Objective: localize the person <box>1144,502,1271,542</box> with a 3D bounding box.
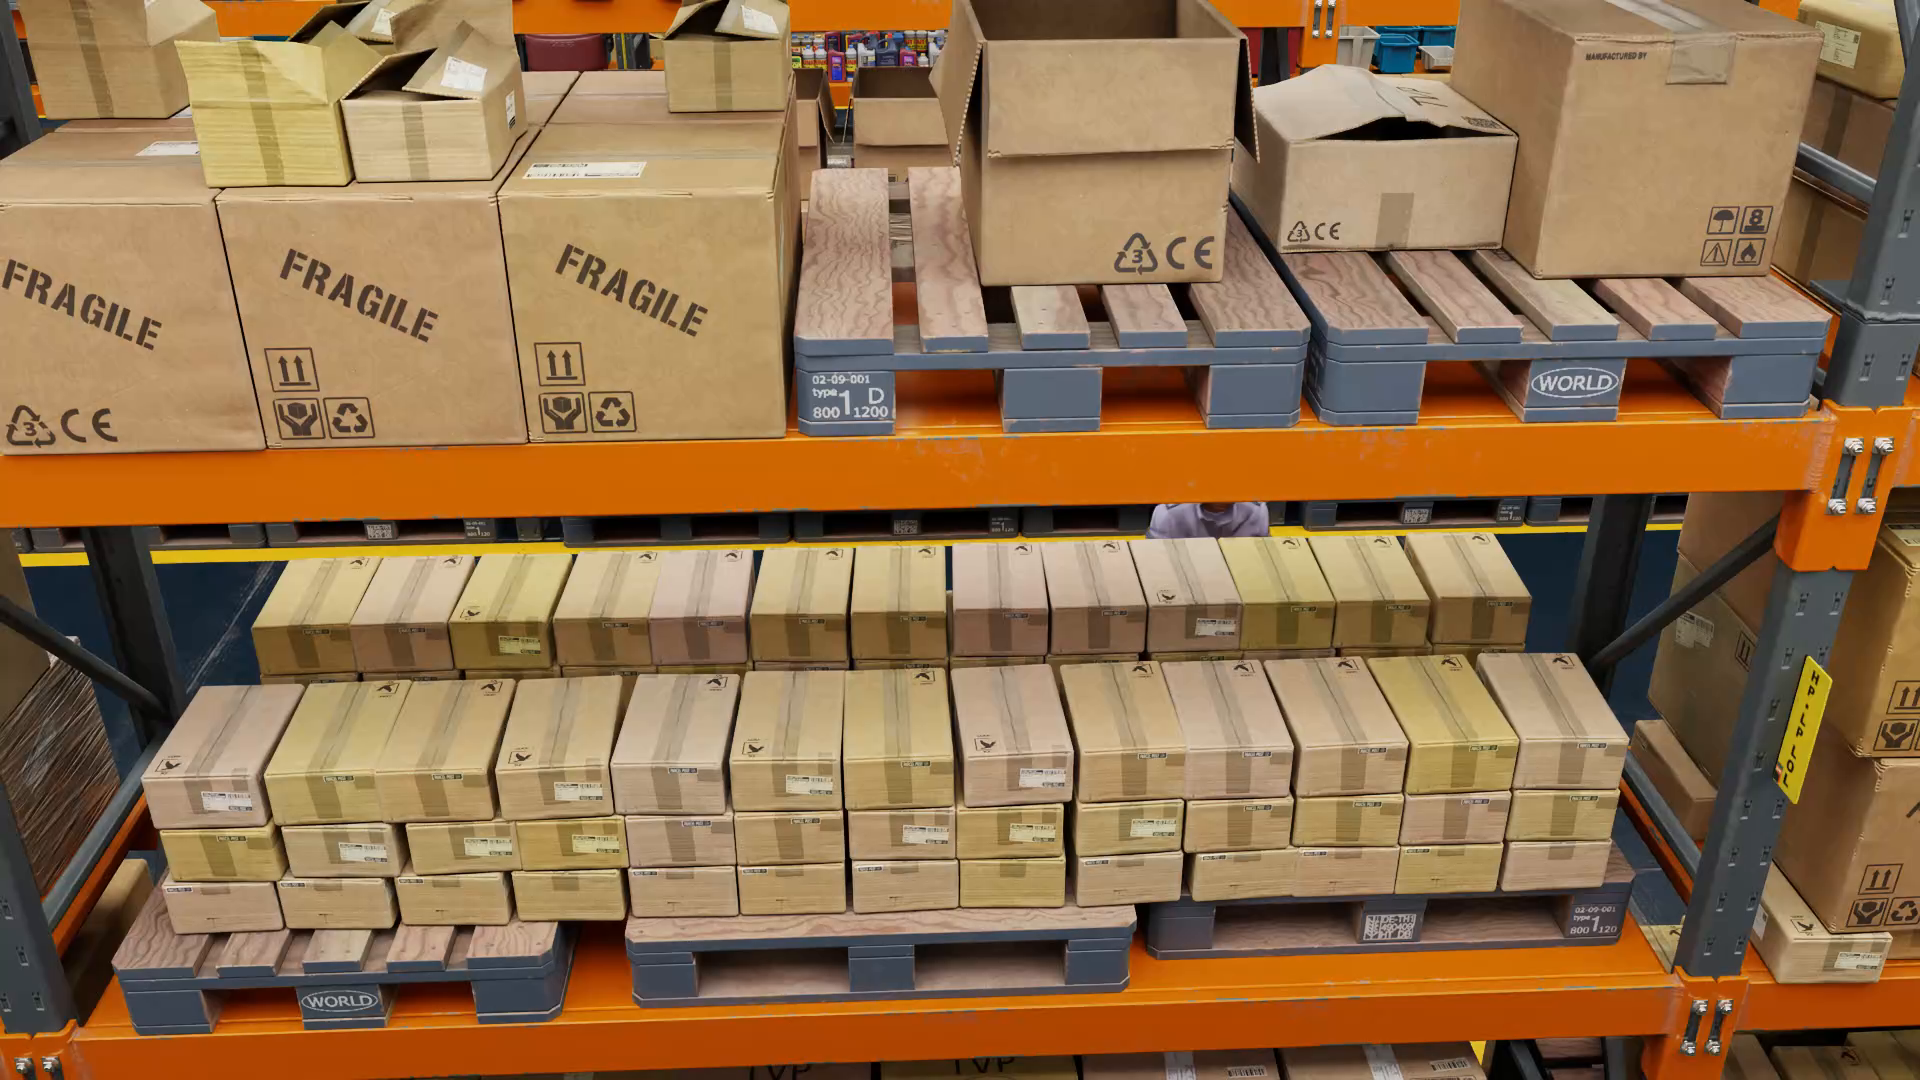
[{"bbox_3d":[0.928,0.348,6.465,0.540,1.652,0.369,-1,28,-2],"label":"person"}]
